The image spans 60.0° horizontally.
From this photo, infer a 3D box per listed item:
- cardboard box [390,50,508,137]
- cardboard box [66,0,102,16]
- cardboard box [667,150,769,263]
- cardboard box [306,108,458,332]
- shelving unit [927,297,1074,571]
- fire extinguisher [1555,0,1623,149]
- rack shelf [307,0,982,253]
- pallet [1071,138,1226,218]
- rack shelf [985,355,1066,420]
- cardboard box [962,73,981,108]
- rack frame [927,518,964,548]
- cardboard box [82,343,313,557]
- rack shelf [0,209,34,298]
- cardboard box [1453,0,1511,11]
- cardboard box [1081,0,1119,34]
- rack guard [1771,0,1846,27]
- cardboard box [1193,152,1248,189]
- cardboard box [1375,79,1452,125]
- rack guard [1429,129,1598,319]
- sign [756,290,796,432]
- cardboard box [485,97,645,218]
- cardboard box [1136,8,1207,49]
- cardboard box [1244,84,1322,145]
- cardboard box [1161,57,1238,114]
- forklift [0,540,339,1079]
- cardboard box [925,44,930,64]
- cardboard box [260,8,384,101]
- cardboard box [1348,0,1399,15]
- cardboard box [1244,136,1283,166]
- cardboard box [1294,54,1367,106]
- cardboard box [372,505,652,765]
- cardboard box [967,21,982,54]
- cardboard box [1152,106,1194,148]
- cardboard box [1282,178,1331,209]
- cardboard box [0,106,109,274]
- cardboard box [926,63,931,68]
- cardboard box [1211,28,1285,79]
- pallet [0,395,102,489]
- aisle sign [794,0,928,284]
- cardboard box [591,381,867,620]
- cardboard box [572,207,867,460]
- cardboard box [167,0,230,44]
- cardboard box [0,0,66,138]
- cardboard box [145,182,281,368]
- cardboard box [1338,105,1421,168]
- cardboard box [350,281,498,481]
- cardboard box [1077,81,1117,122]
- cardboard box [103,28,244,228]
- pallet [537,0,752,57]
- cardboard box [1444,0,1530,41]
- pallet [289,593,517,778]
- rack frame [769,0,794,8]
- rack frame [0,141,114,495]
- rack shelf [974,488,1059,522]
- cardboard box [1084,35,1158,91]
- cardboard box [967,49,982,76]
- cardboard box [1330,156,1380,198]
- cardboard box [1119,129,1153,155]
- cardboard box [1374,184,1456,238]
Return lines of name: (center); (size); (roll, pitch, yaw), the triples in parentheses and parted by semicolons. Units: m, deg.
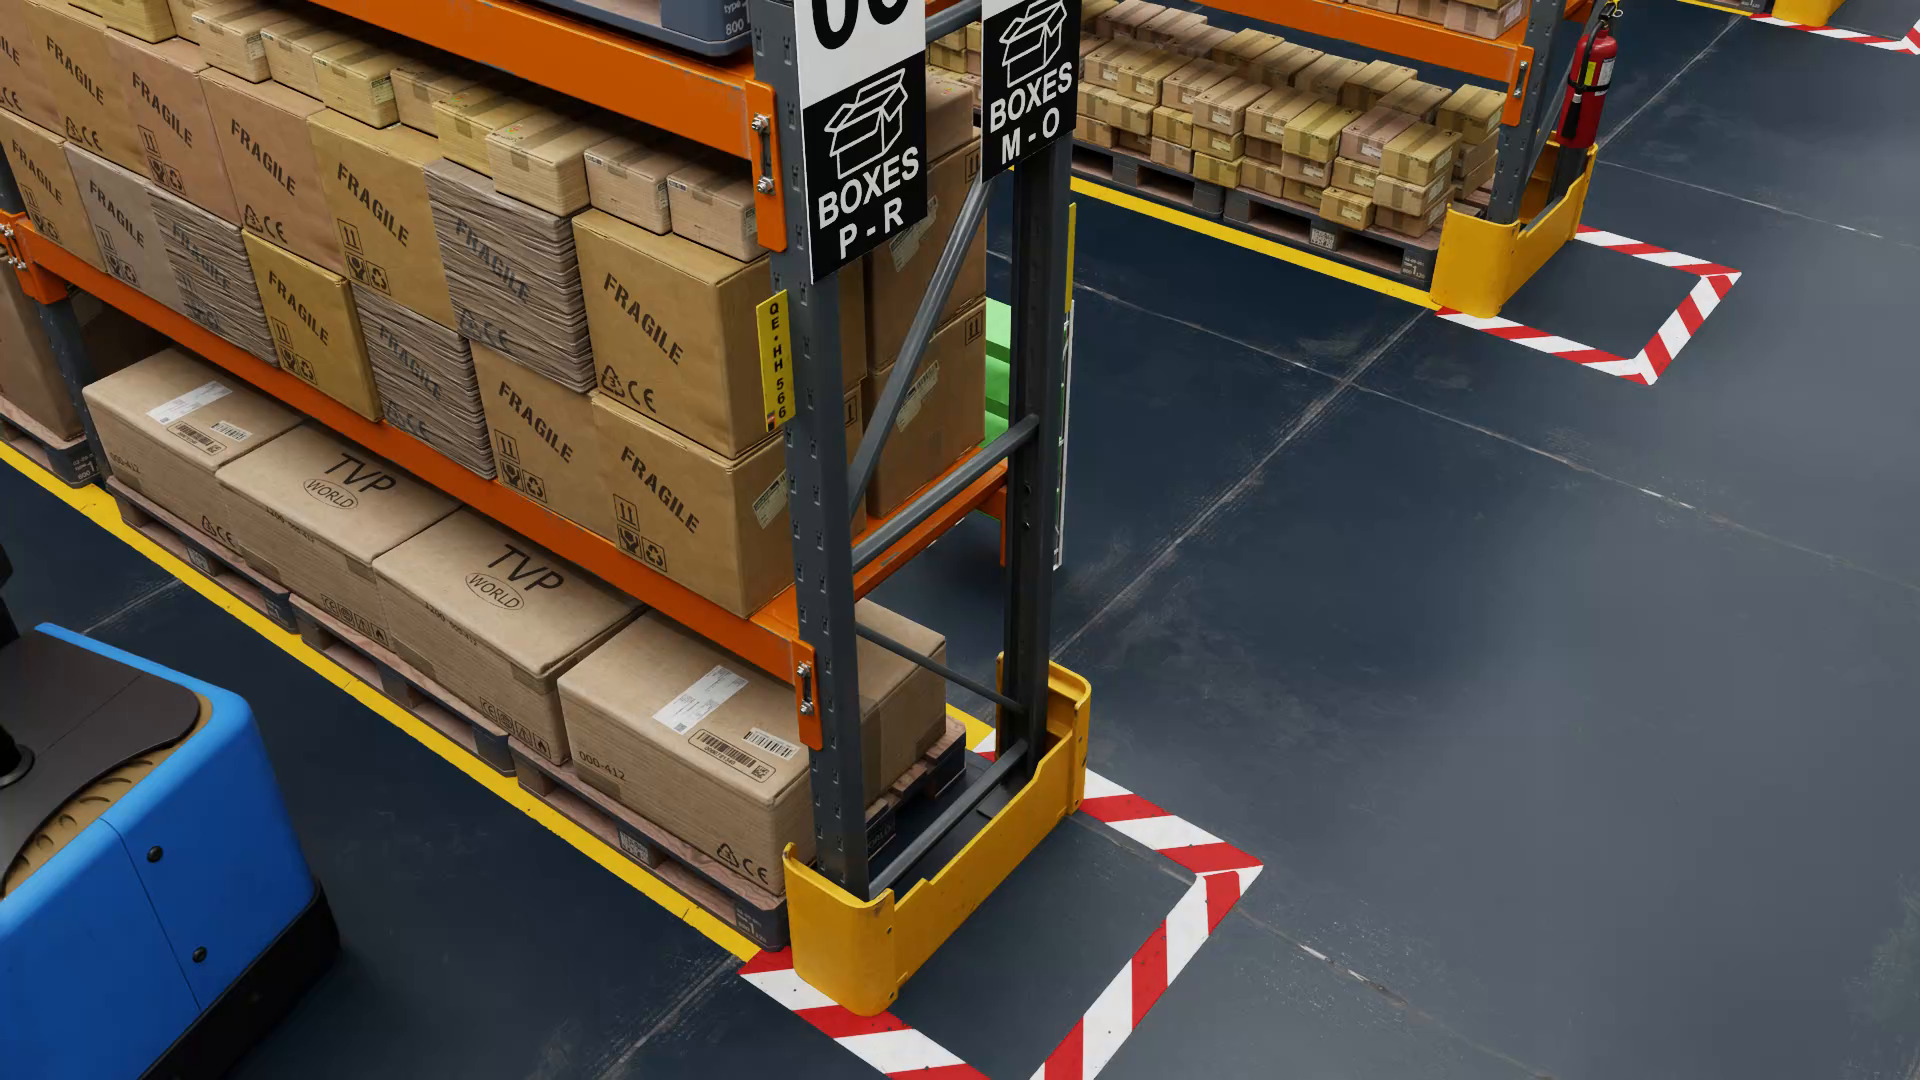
cardboard box: (-1.283, -1.217, 4.453); (0.250, 0.149, 0.380); (25, 44, 28)
cardboard box: (-2.546, -1.762, 5.148); (0.250, 0.149, 0.380); (25, 44, 28)
cardboard box: (-0.471, -0.831, 3.960); (0.250, 0.149, 0.380); (26, 45, 29)
cardboard box: (-1.415, -0.972, 4.666); (0.500, 0.500, 0.500); (25, 44, 28)
shelving unit: (0.131, -0.410, 6.301); (0.503, 1.200, 0.258); (25, 45, 29)
fire extinguisher: (2.783, -2.071, 7.327); (0.183, 0.674, 0.296); (25, 45, 29)
rack shelf: (-1.653, -1.754, 4.707); (4.000, 0.370, 1.077); (25, 45, 29)
pallet: (1.214, -2.278, 9.488); (1.213, 0.211, 1.003); (25, 45, 29)
rack shelf: (0.131, -0.549, 6.192); (0.480, 0.148, 0.258); (25, 45, 29)
cardboard box: (0.220, -2.648, 9.671); (0.250, 0.149, 0.380); (25, 44, 28)
rack frame: (-0.062, -0.502, 6.418); (0.015, 1.200, 0.240); (25, 45, 29)
cardboard box: (-2.808, -0.474, 6.659); (0.875, 0.438, 0.875); (25, 44, 28)
rack shelf: (-4.830, -2.071, 7.545); (4.000, 0.370, 1.077); (25, 45, 29)
cardboard box: (2.350, -2.767, 7.529); (0.500, 0.500, 0.500); (26, 45, 29)
cardboard box: (0.714, -3.036, 9.684); (0.250, 0.149, 0.380); (27, 45, 30)
rack guard: (5.976, -3.966, 11.410); (0.348, 0.500, 1.175); (25, 45, 29)
cardboard box: (1.450, -2.045, 8.901); (0.250, 0.149, 0.380); (23, 44, 27)
cardboard box: (2.361, -2.252, 8.683); (0.250, 0.149, 0.380); (26, 45, 29)
rack guard: (2.803, -1.613, 8.404); (0.348, 0.500, 1.175); (25, 45, 29)
sign: (-0.405, -0.395, 3.690); (0.005, 0.325, 0.100); (25, 45, 29)
cardboard box: (-0.943, -0.970, 4.138); (0.250, 0.149, 0.380); (25, 44, 28)
cardboard box: (1.207, -2.885, 9.491); (0.250, 0.149, 0.380); (24, 44, 27)
cardboard box: (1.674, -2.205, 8.622); (0.250, 0.149, 0.380); (23, 44, 27)
cardboard box: (1.285, -2.431, 8.911); (0.250, 0.149, 0.380); (24, 44, 27)
forklift: (-3.452, 0.007, 4.364); (3.031, 2.935, 1.130); (16, 41, 19)
cardboard box: (-0.221, -2.934, 9.795); (0.250, 0.149, 0.380); (27, 46, 30)
cardboard box: (-1.715, -1.390, 4.674); (0.250, 0.149, 0.380); (27, 45, 30)
cardboard box: (2.049, -2.651, 7.907); (0.250, 0.149, 0.380); (25, 44, 28)
cardboard box: (1.706, -2.131, 8.769); (0.250, 0.149, 0.380); (25, 44, 28)
cardboard box: (1.992, -2.462, 8.950); (0.250, 0.149, 0.380); (23, 44, 27)
cardboard box: (-1.381, 0.200, 5.799); (0.875, 0.438, 0.875); (27, 45, 30)
cardboard box: (0.247, -2.910, 9.523); (0.250, 0.149, 0.380); (25, 44, 28)
cardboard box: (1.245, -2.273, 8.950); (0.250, 0.149, 0.380); (28, 46, 31)
cardboard box: (1.895, -1.894, 8.708); (0.250, 0.149, 0.380); (25, 44, 28)
cardboard box: (-3.027, -1.340, 5.947); (0.500, 0.500, 0.500); (27, 45, 30)
cardboard box: (-0.220, -2.816, 9.885); (0.250, 0.149, 0.380); (23, 44, 27)
cardboard box: (1.596, -2.691, 9.243); (0.250, 0.149, 0.380); (26, 45, 29)
pallet: (-3.900, -0.759, 7.548); (1.213, 0.211, 1.003); (25, 45, 29)
aisle sign: (-0.195, -0.952, 3.423); (0.004, 0.787, 0.394); (25, 45, 29)
cardboard box: (-0.608, -0.197, 4.487); (0.500, 0.500, 0.500); (26, 45, 29)
cardboard box: (-0.591, -0.604, 4.196); (0.500, 0.500, 0.500); (27, 45, 30)
cardboard box: (-2.103, -1.594, 4.934); (0.250, 0.149, 0.380); (25, 45, 28)
cardboard box: (-3.010, -1.741, 5.648); (0.500, 0.500, 0.500); (26, 45, 29)
cardboard box: (-2.239, -0.960, 5.462); (0.500, 0.500, 0.500); (26, 45, 29)
cardboard box: (2.124, -2.042, 8.414); (0.250, 0.149, 0.380); (26, 45, 29)
cardboard box: (-1.412, -0.580, 4.977); (0.500, 0.500, 0.500); (27, 45, 30)
cardboard box: (0.829, -2.467, 9.198); (0.250, 0.149, 0.380); (25, 44, 28)
cardboard box: (-2.213, -1.351, 5.150); (0.500, 0.500, 0.500); (26, 45, 29)
pallet: (-0.660, -1.526, 3.904); (1.213, 0.211, 1.003); (25, 45, 29)
cardboard box: (2.432, -2.453, 7.654); (0.250, 0.149, 0.380); (25, 45, 29)
pallet: (-1.711, 0.273, 6.230); (1.213, 0.211, 1.003); (25, 45, 29)
rack frame: (-0.064, -2.469, 2.604); (0.127, 3.000, 1.000); (25, 45, 29)
rack frame: (-3.241, -1.605, 6.366); (0.127, 3.000, 1.000); (25, 45, 29)
rack shelf: (0.131, -0.171, 6.488); (0.480, 0.148, 0.258); (25, 45, 29)
cardboard box: (0.887, -2.627, 9.161); (0.250, 0.149, 0.380); (23, 44, 27)
cardboard box: (0.250, -2.809, 9.636); (0.250, 0.149, 0.380); (25, 44, 28)
cardboard box: (2.096, -1.910, 8.488); (0.250, 0.149, 0.380); (24, 44, 28)
cardboard box: (1.090, -2.289, 9.212); (0.250, 0.149, 0.380); (27, 45, 30)
cardboard box: (2.318, -1.706, 8.468); (0.250, 0.149, 0.380); (26, 45, 29)
